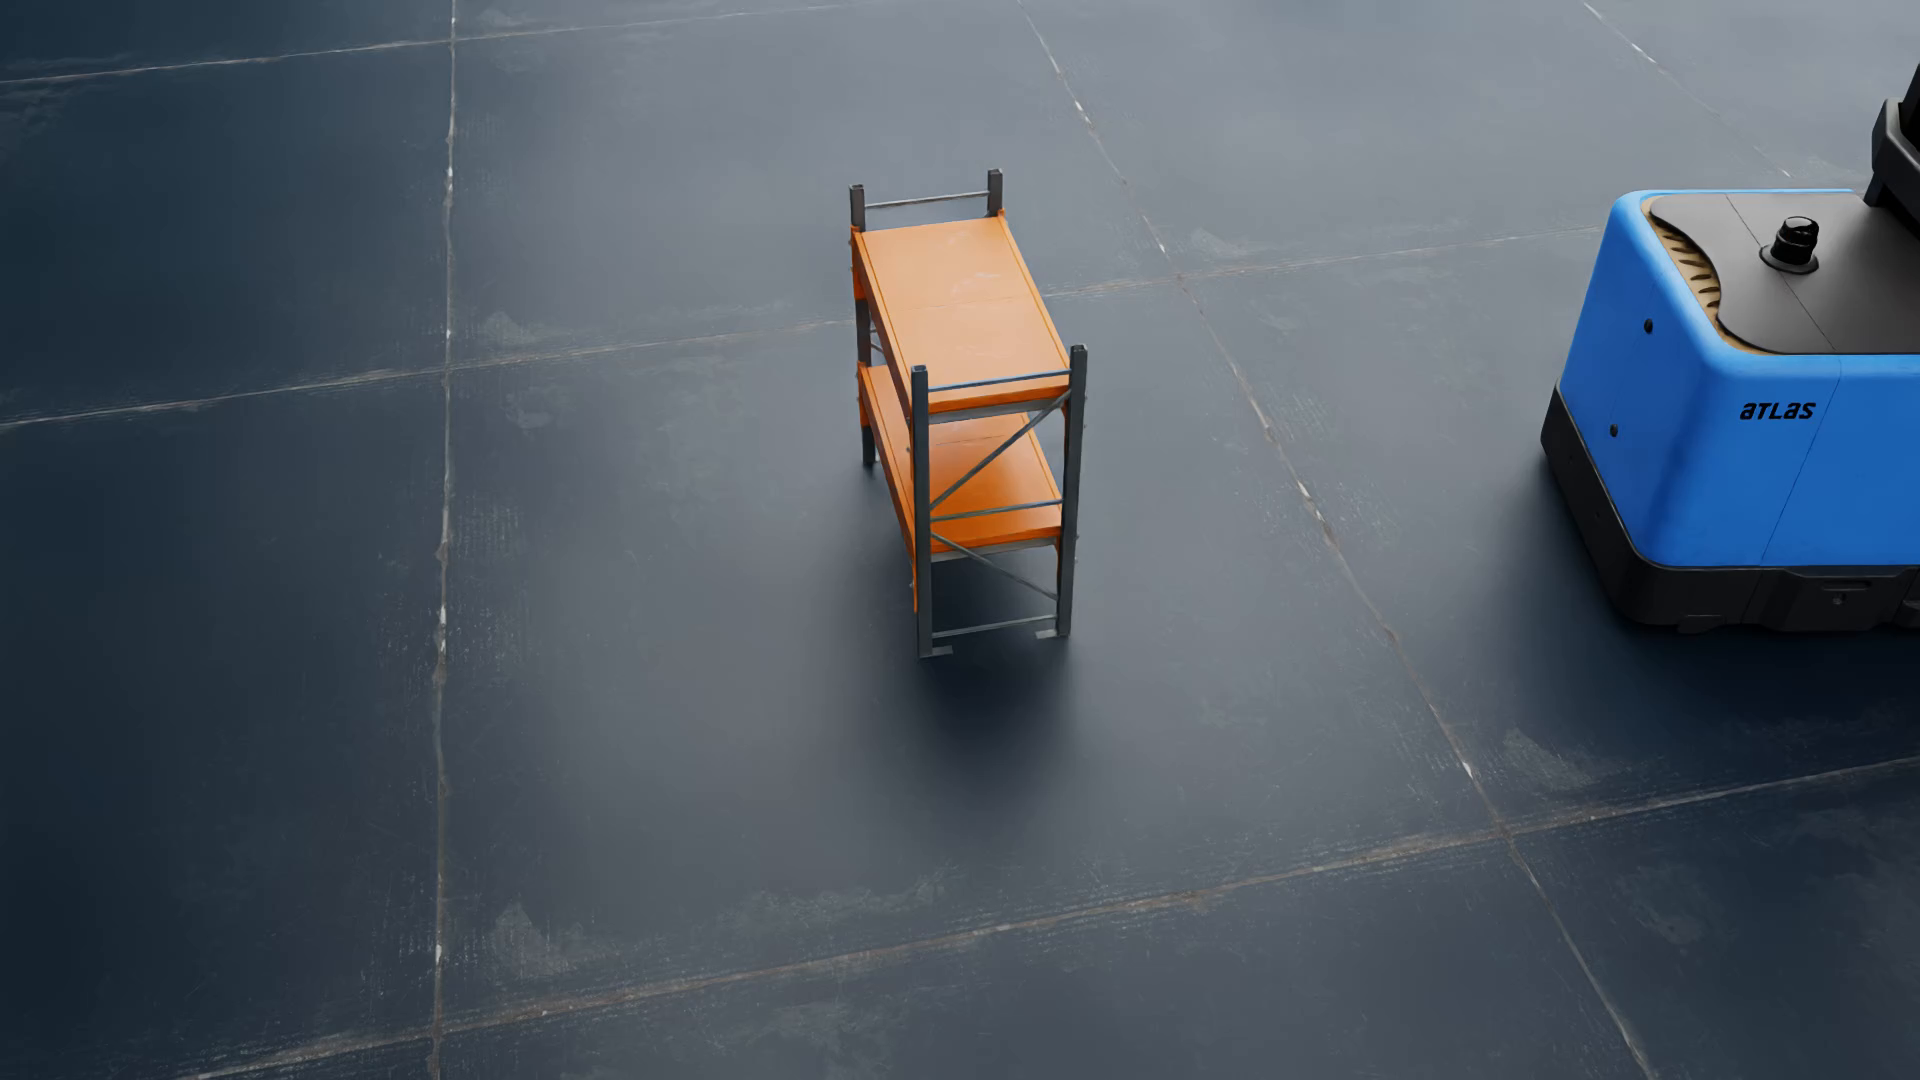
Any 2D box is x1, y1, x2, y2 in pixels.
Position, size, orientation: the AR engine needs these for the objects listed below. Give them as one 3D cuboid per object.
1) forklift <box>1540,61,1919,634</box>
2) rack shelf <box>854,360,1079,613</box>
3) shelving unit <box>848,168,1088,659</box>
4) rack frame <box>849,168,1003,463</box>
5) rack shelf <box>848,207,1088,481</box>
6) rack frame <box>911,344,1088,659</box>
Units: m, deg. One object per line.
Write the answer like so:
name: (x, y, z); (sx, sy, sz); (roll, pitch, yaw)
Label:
forklift: (3.630, -1.132, 4.818); (3.031, 2.935, 1.130); (-1, 42, -1)
rack shelf: (0.001, -0.233, 5.534); (0.538, 0.278, 1.000); (-8, 42, -9)
shelving unit: (0.001, -0.416, 5.372); (0.538, 1.125, 1.048); (-8, 42, -9)
rack frame: (-0.108, -0.746, 5.743); (0.500, 1.125, 0.032); (-8, 42, -9)
rack shelf: (0.001, -0.635, 5.177); (0.538, 0.278, 1.000); (-8, 42, -9)
rack frame: (0.111, -0.087, 5.000); (0.500, 1.125, 0.032); (-8, 42, -9)
